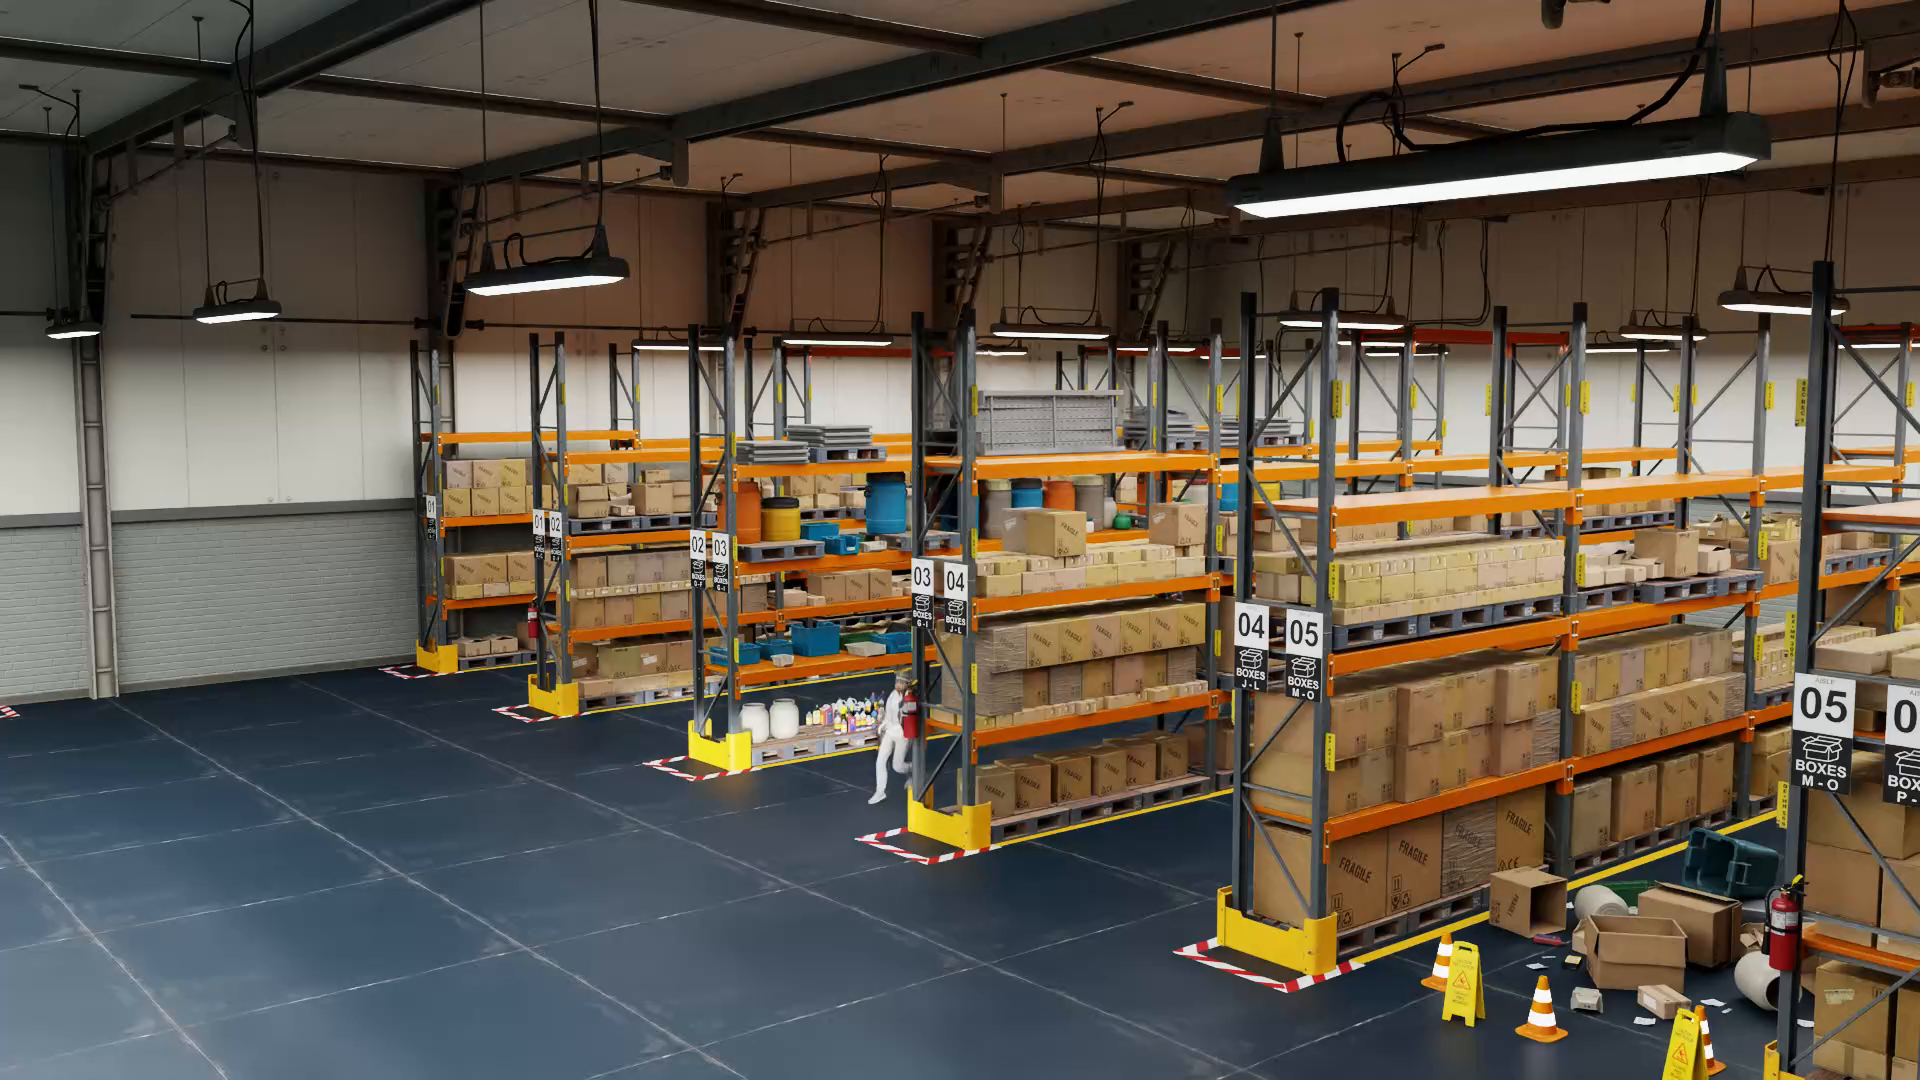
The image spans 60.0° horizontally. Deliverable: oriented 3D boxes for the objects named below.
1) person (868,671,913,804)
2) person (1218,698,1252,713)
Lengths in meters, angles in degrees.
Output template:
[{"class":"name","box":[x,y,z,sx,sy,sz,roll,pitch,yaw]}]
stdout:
[{"class":"person","box":[-0.733,2.441,20.705,0.654,1.674,0.789,5,7,41]},{"class":"person","box":[4.338,1.861,26.395,0.604,1.700,0.884,5,7,41]}]
